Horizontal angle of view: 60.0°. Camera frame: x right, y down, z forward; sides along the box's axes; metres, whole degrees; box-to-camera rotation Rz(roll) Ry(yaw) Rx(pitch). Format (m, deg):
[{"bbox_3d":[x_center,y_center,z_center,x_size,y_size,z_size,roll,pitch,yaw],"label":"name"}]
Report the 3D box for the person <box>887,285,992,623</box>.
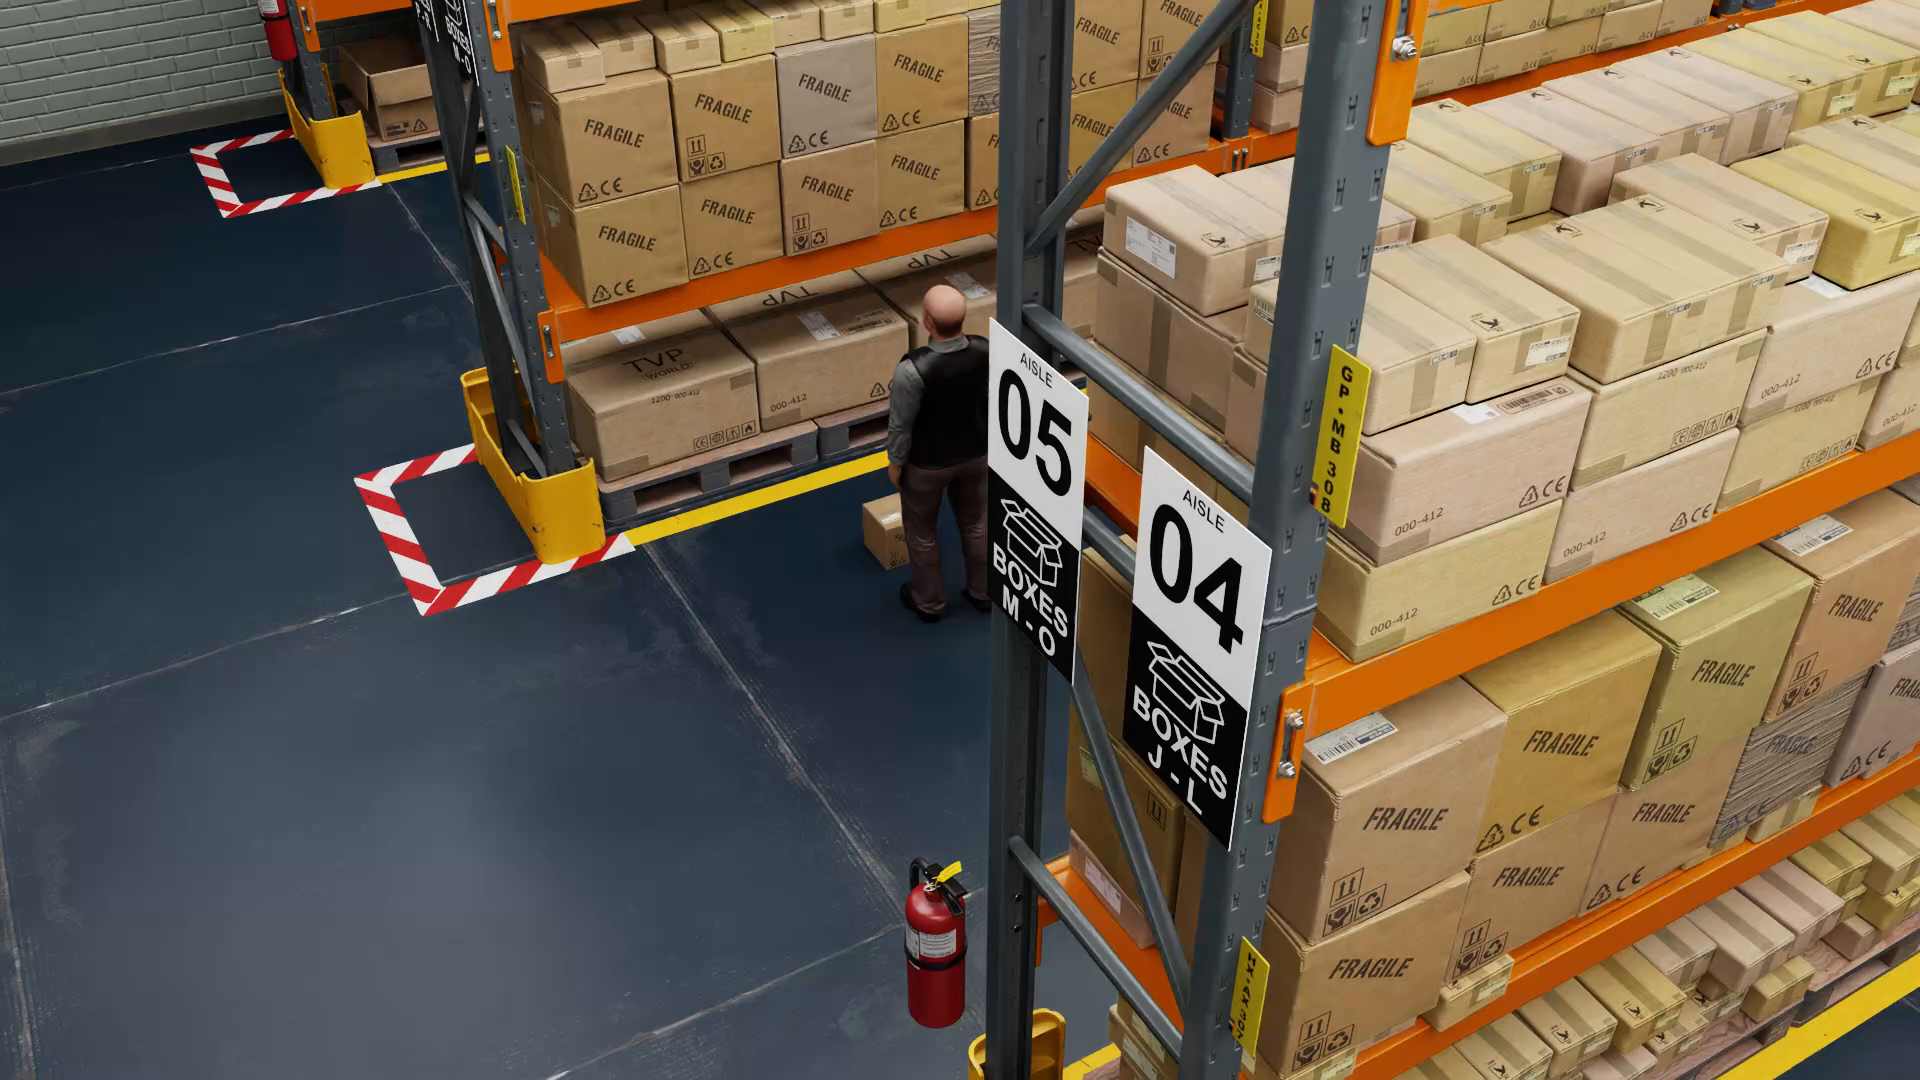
[{"bbox_3d":[-0.088,-0.362,7.484,0.533,1.768,0.372,-18,40,-23],"label":"person"}]
